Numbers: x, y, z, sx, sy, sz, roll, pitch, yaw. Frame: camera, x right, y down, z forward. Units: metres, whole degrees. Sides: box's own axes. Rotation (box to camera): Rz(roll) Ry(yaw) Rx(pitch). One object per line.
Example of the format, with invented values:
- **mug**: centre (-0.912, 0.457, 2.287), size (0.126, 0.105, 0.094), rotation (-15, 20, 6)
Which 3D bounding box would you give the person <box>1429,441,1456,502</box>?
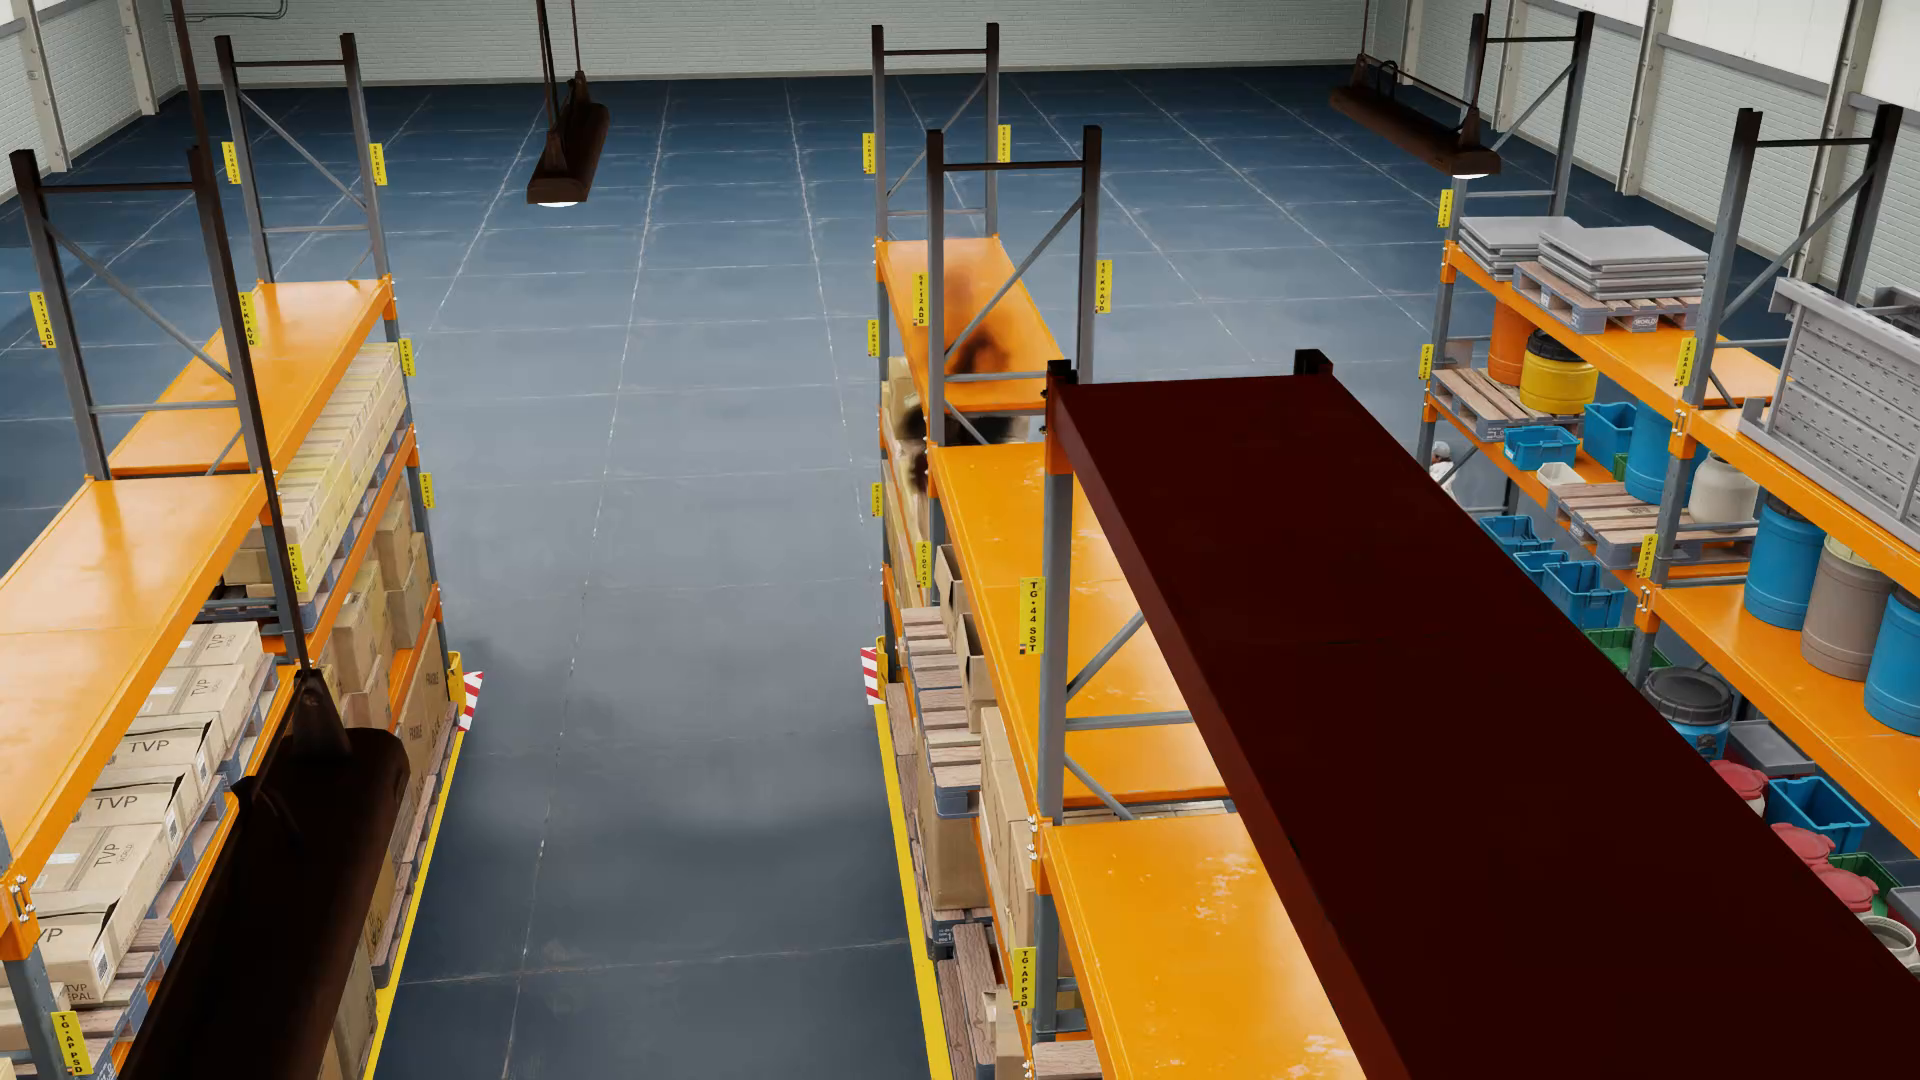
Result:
- **person**: centre (4.874, -0.298, 17.256), size (0.567, 1.606, 0.666), rotation (20, 32, 35)
